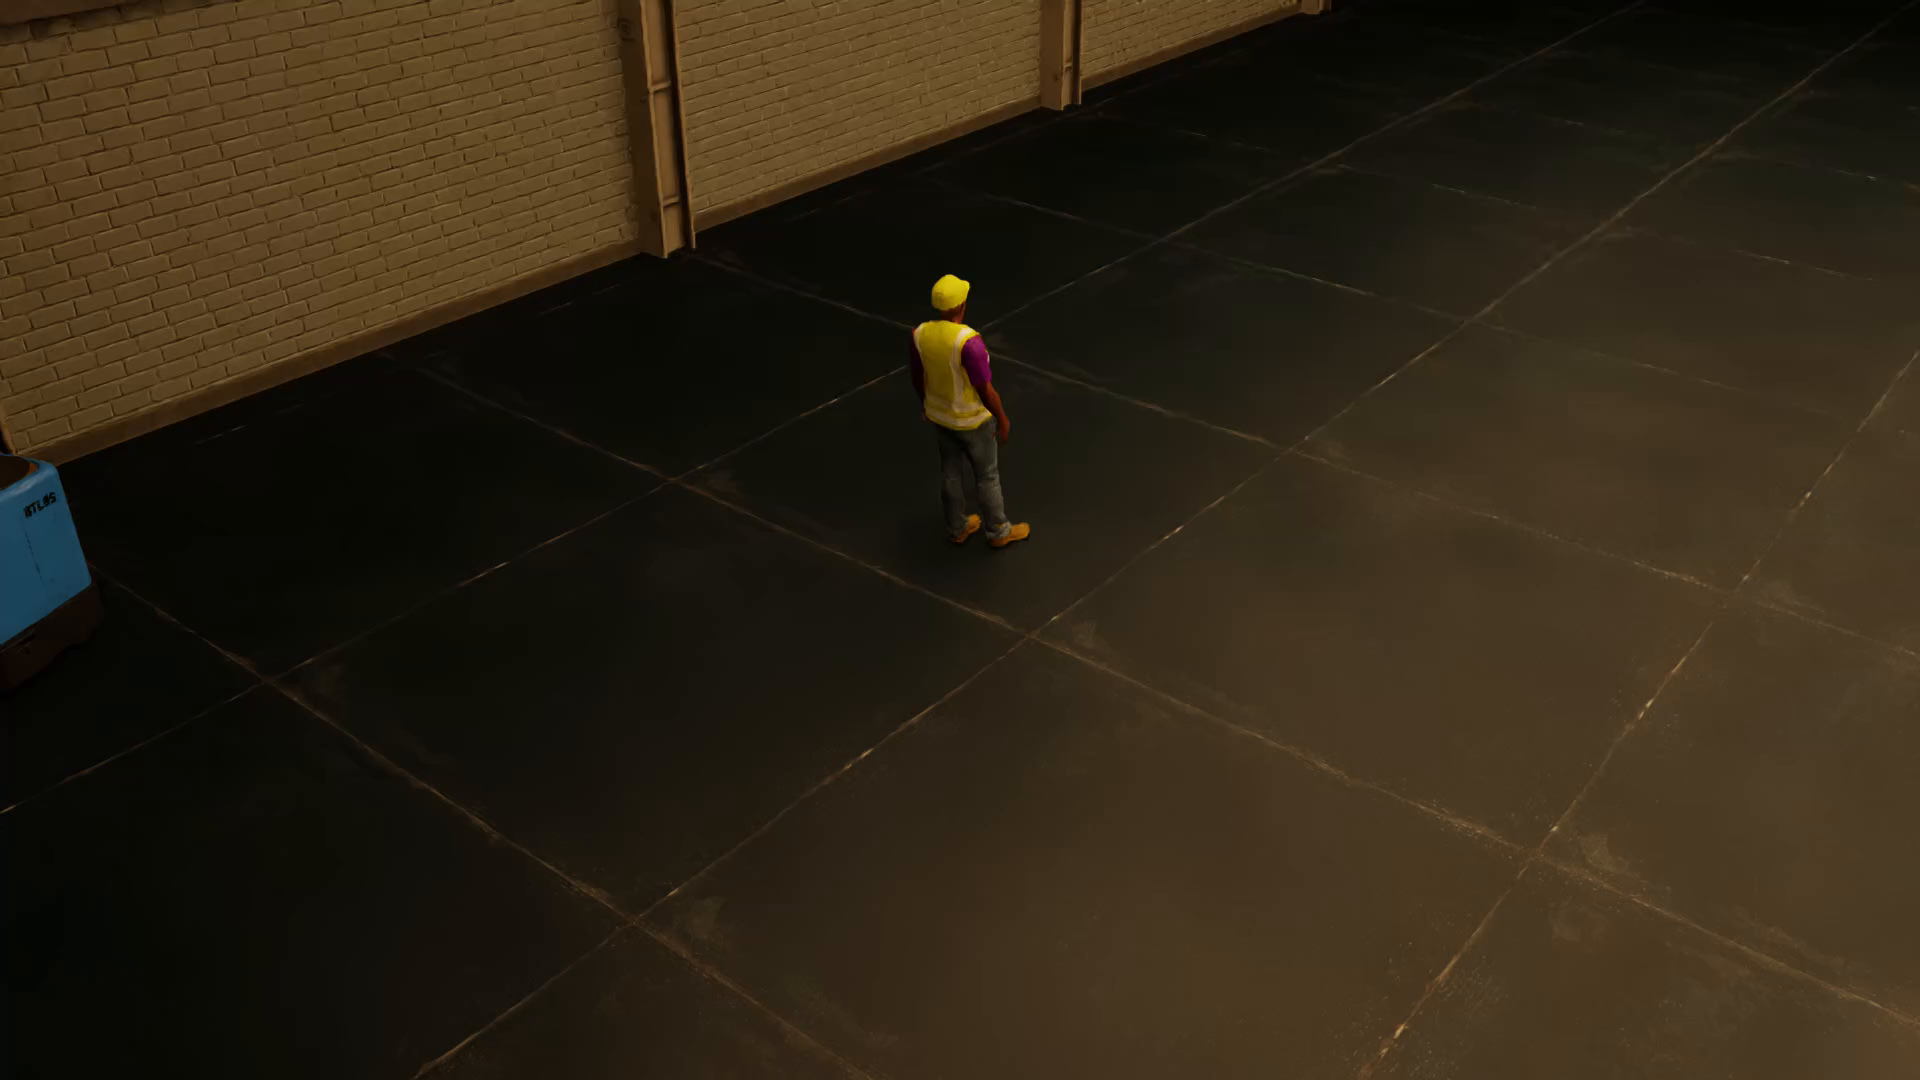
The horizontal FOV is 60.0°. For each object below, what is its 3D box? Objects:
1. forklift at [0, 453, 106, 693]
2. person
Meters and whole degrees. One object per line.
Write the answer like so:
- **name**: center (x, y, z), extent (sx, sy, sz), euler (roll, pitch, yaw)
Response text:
- **forklift**: center (-5.884, -0.138, 7.831), extent (1.130, 2.935, 3.031), euler (10, 32, 16)
- **person**: center (0.048, -0.794, 10.095), extent (0.665, 1.766, 0.576), euler (22, 37, 33)
